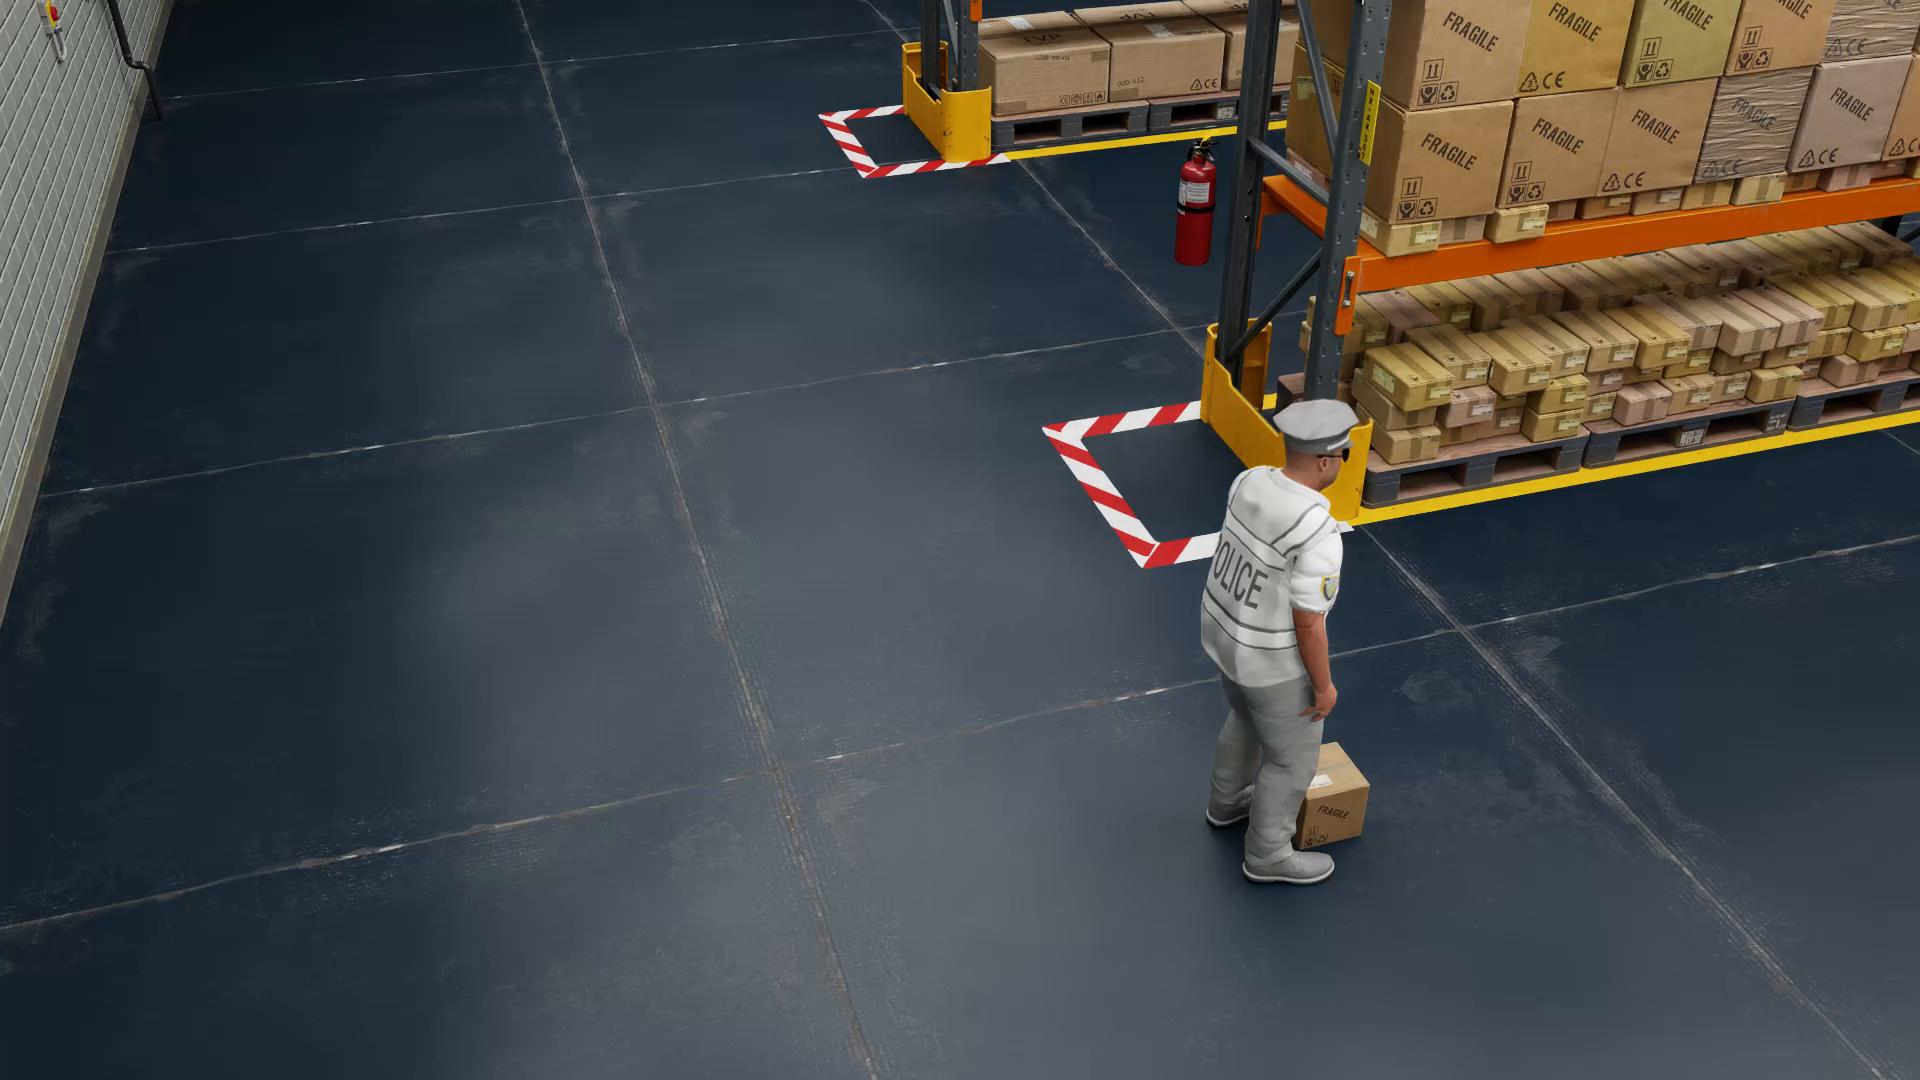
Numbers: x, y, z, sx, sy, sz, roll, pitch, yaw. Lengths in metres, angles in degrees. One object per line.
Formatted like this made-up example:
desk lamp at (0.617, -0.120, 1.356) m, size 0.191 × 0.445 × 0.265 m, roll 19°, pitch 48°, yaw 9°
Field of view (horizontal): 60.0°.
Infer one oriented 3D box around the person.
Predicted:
person at (1.053, 0.358, 5.598) m, size 0.447 × 1.747 × 0.602 m, roll -12°, pitch 36°, yaw -18°
